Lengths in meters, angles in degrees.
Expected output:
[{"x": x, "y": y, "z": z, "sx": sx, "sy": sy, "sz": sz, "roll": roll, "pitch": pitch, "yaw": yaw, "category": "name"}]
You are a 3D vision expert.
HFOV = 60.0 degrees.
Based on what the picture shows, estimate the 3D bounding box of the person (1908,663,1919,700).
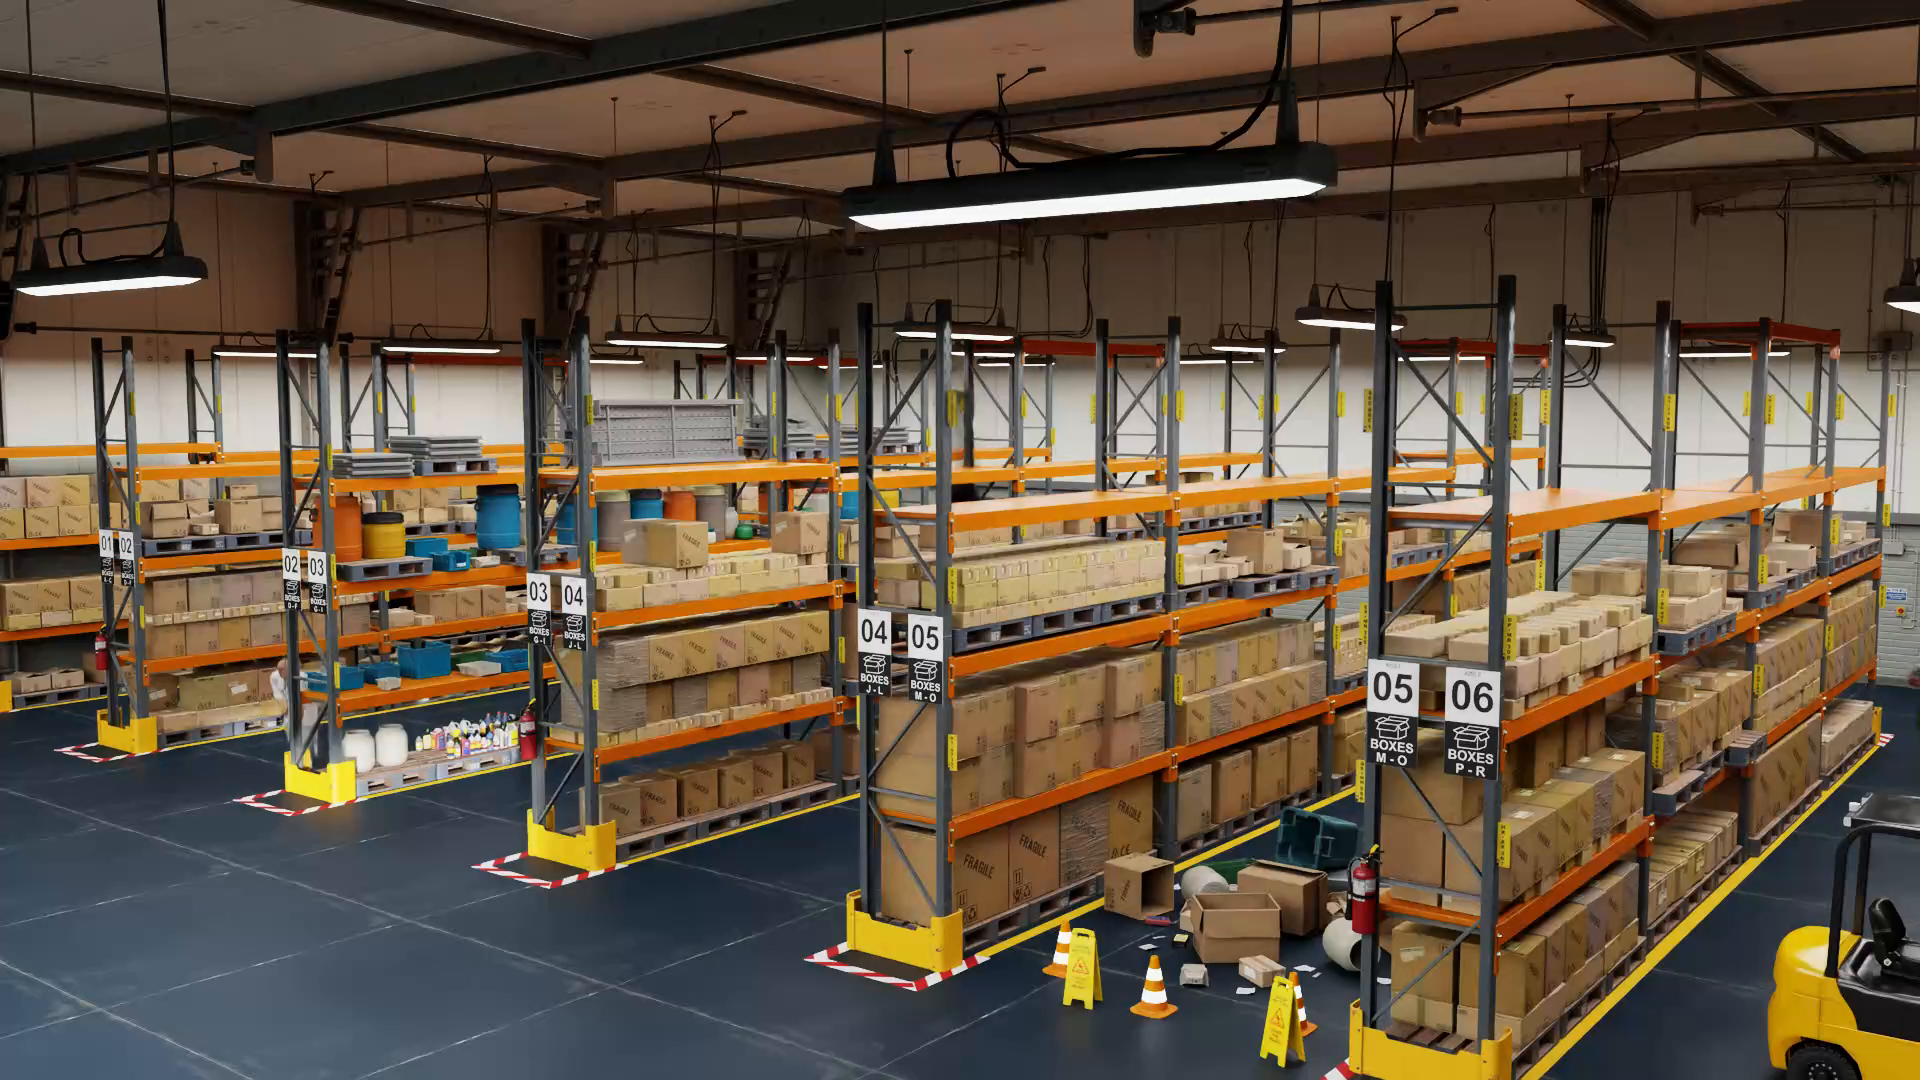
[{"x": 13.527, "y": 2.273, "z": 23.074, "sx": 0.660, "sy": 1.763, "sz": 0.840, "roll": 3, "pitch": 6, "yaw": 27, "category": "person"}]

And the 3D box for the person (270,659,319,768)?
[{"x": -9.188, "y": 2.383, "z": 22.998, "sx": 0.734, "sy": 1.591, "sz": 0.887, "roll": 1, "pitch": 5, "yaw": 8, "category": "person"}]
